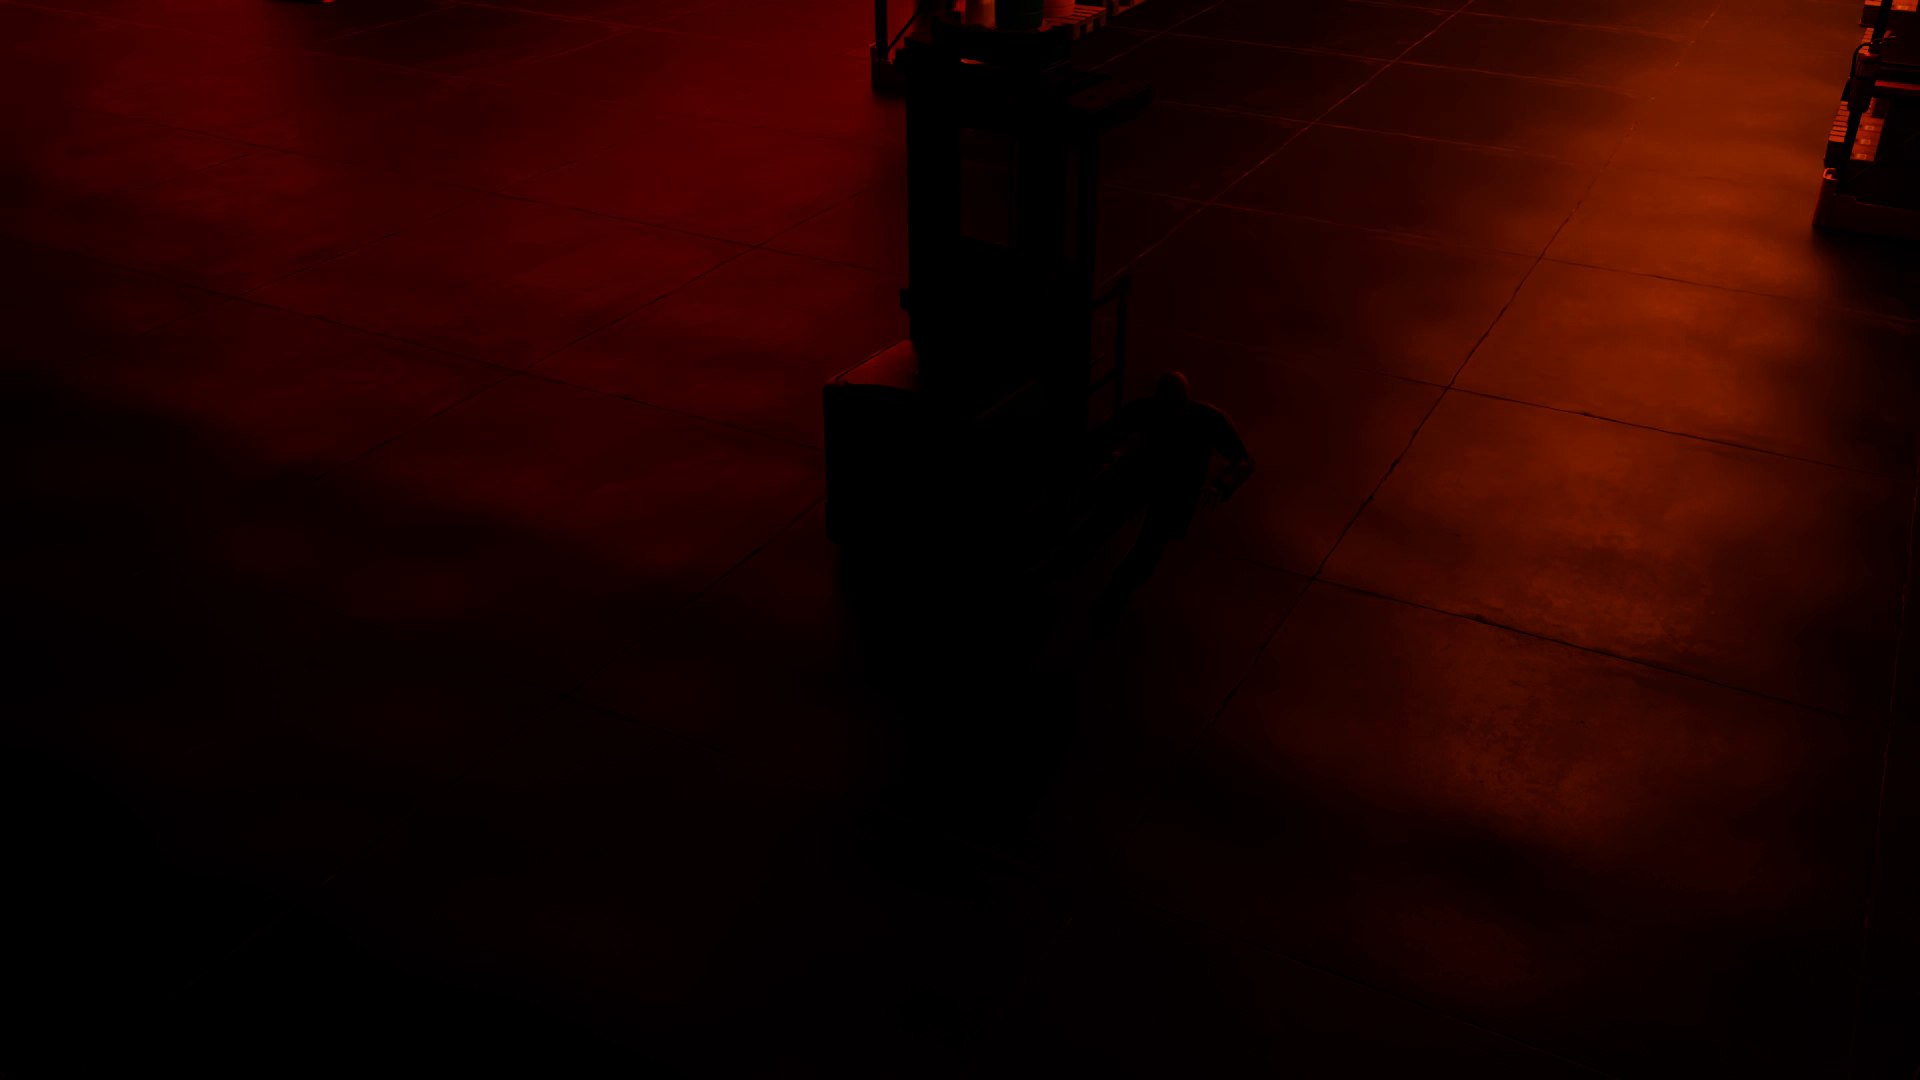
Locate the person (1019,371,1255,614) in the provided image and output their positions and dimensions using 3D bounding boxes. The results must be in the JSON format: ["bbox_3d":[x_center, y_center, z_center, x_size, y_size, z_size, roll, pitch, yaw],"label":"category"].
[{"bbox_3d":[0.912,-0.189,8.825,1.245,1.531,0.949,6,31,11],"label":"person"}]

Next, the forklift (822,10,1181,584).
[{"bbox_3d":[0.434,-1.711,10.035,1.130,2.935,3.031,18,35,28],"label":"forklift"}]
